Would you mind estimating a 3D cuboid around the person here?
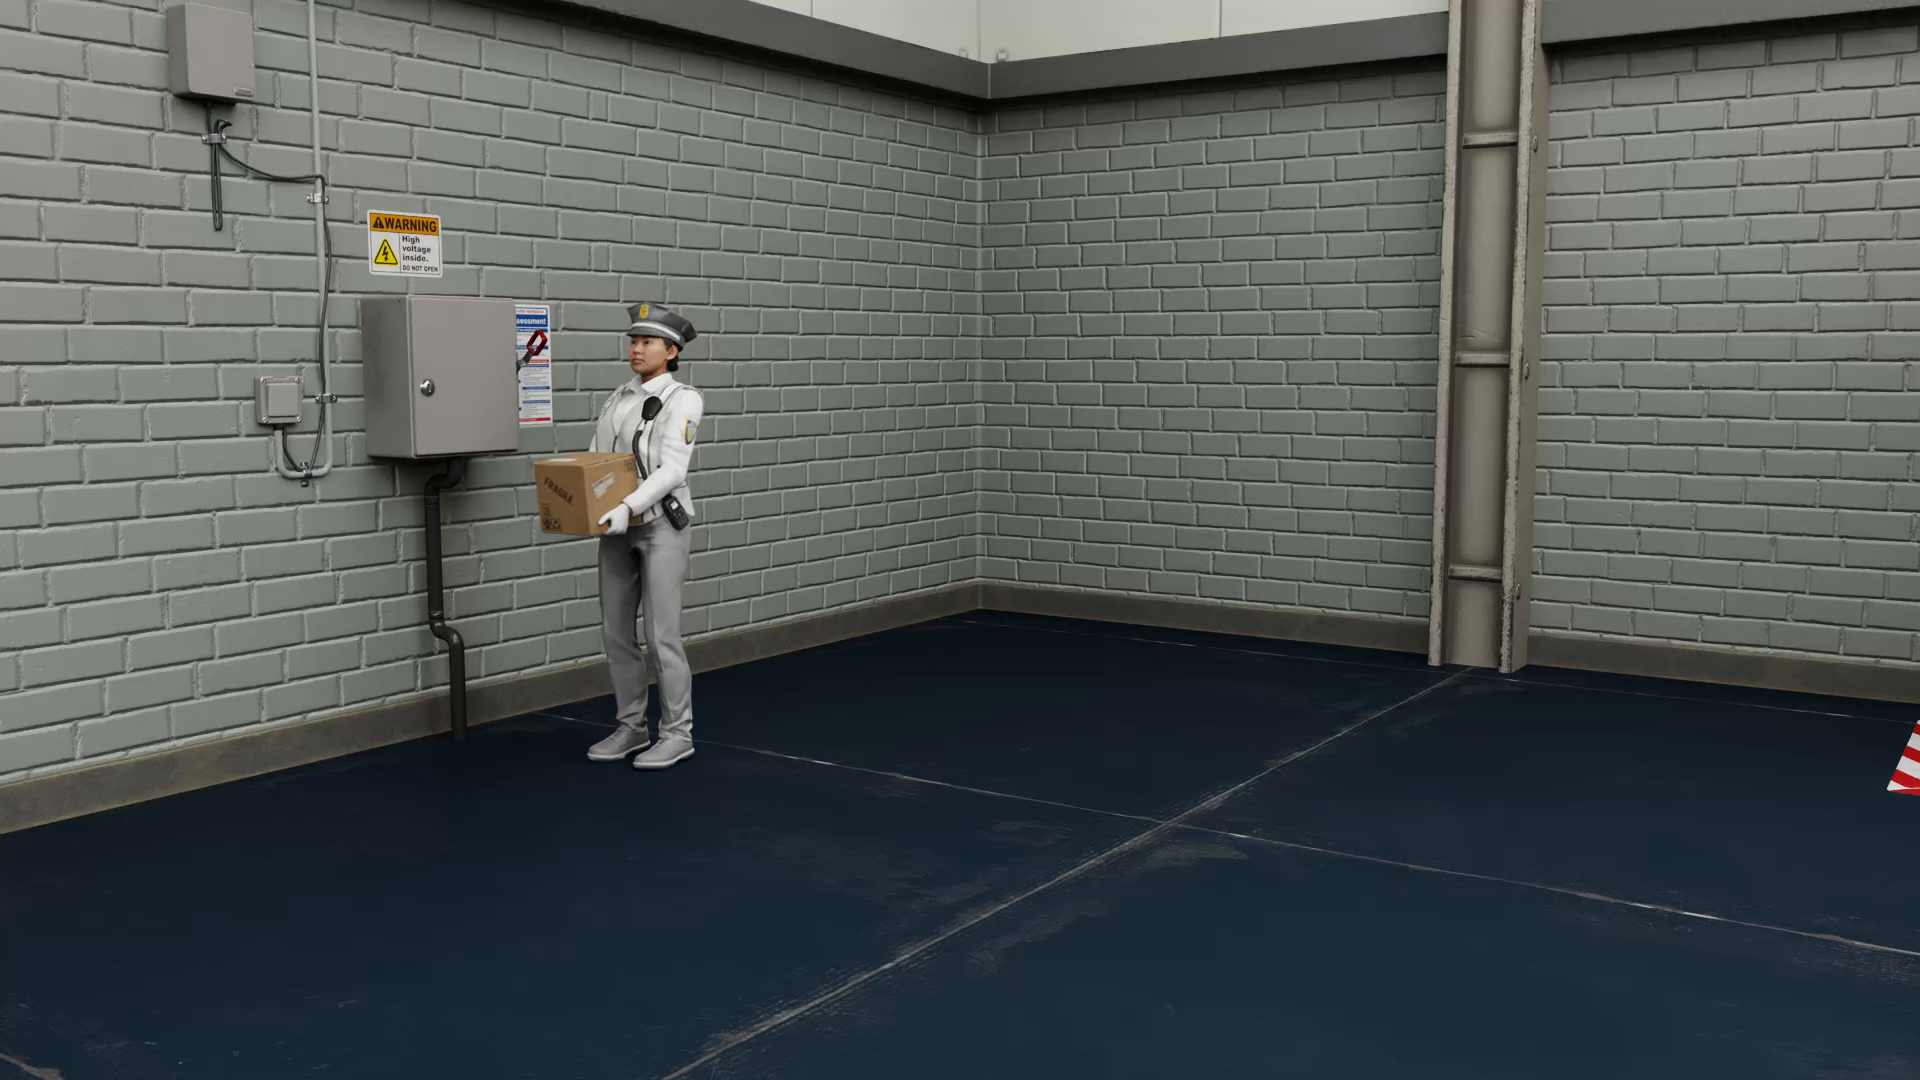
[{"bbox_3d":[-1.216,0.111,6.051,0.460,1.429,0.505,4,8,34],"label":"person"}]
